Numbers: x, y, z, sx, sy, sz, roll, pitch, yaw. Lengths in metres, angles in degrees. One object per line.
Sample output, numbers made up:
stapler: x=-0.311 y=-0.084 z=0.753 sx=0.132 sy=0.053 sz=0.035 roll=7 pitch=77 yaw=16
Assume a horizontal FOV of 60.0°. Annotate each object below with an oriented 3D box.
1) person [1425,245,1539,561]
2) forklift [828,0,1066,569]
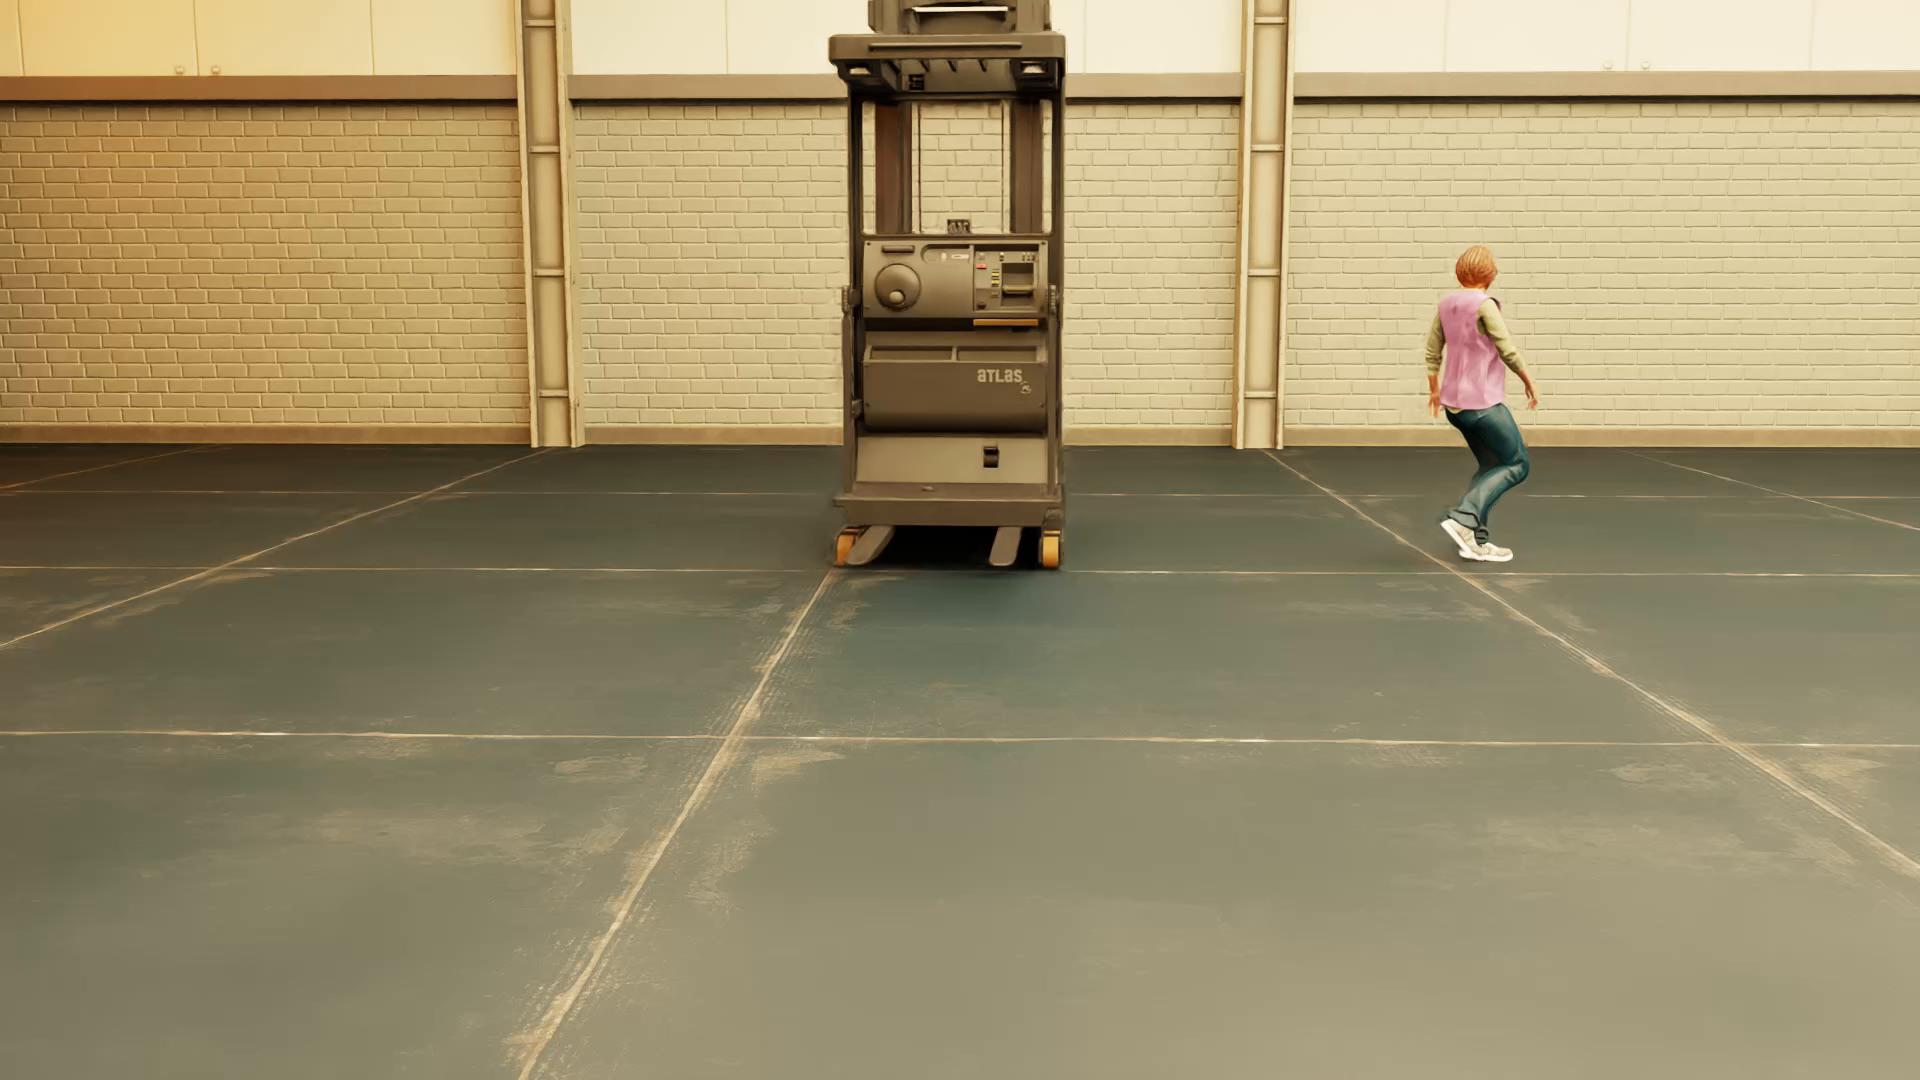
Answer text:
person: x=2.571 y=-0.665 z=8.248 sx=0.480 sy=1.553 sz=0.623 roll=-1 pitch=9 yaw=-9
forklift: x=-0.036 y=-1.357 z=8.176 sx=1.130 sy=2.935 sz=3.031 roll=1 pitch=9 yaw=4
